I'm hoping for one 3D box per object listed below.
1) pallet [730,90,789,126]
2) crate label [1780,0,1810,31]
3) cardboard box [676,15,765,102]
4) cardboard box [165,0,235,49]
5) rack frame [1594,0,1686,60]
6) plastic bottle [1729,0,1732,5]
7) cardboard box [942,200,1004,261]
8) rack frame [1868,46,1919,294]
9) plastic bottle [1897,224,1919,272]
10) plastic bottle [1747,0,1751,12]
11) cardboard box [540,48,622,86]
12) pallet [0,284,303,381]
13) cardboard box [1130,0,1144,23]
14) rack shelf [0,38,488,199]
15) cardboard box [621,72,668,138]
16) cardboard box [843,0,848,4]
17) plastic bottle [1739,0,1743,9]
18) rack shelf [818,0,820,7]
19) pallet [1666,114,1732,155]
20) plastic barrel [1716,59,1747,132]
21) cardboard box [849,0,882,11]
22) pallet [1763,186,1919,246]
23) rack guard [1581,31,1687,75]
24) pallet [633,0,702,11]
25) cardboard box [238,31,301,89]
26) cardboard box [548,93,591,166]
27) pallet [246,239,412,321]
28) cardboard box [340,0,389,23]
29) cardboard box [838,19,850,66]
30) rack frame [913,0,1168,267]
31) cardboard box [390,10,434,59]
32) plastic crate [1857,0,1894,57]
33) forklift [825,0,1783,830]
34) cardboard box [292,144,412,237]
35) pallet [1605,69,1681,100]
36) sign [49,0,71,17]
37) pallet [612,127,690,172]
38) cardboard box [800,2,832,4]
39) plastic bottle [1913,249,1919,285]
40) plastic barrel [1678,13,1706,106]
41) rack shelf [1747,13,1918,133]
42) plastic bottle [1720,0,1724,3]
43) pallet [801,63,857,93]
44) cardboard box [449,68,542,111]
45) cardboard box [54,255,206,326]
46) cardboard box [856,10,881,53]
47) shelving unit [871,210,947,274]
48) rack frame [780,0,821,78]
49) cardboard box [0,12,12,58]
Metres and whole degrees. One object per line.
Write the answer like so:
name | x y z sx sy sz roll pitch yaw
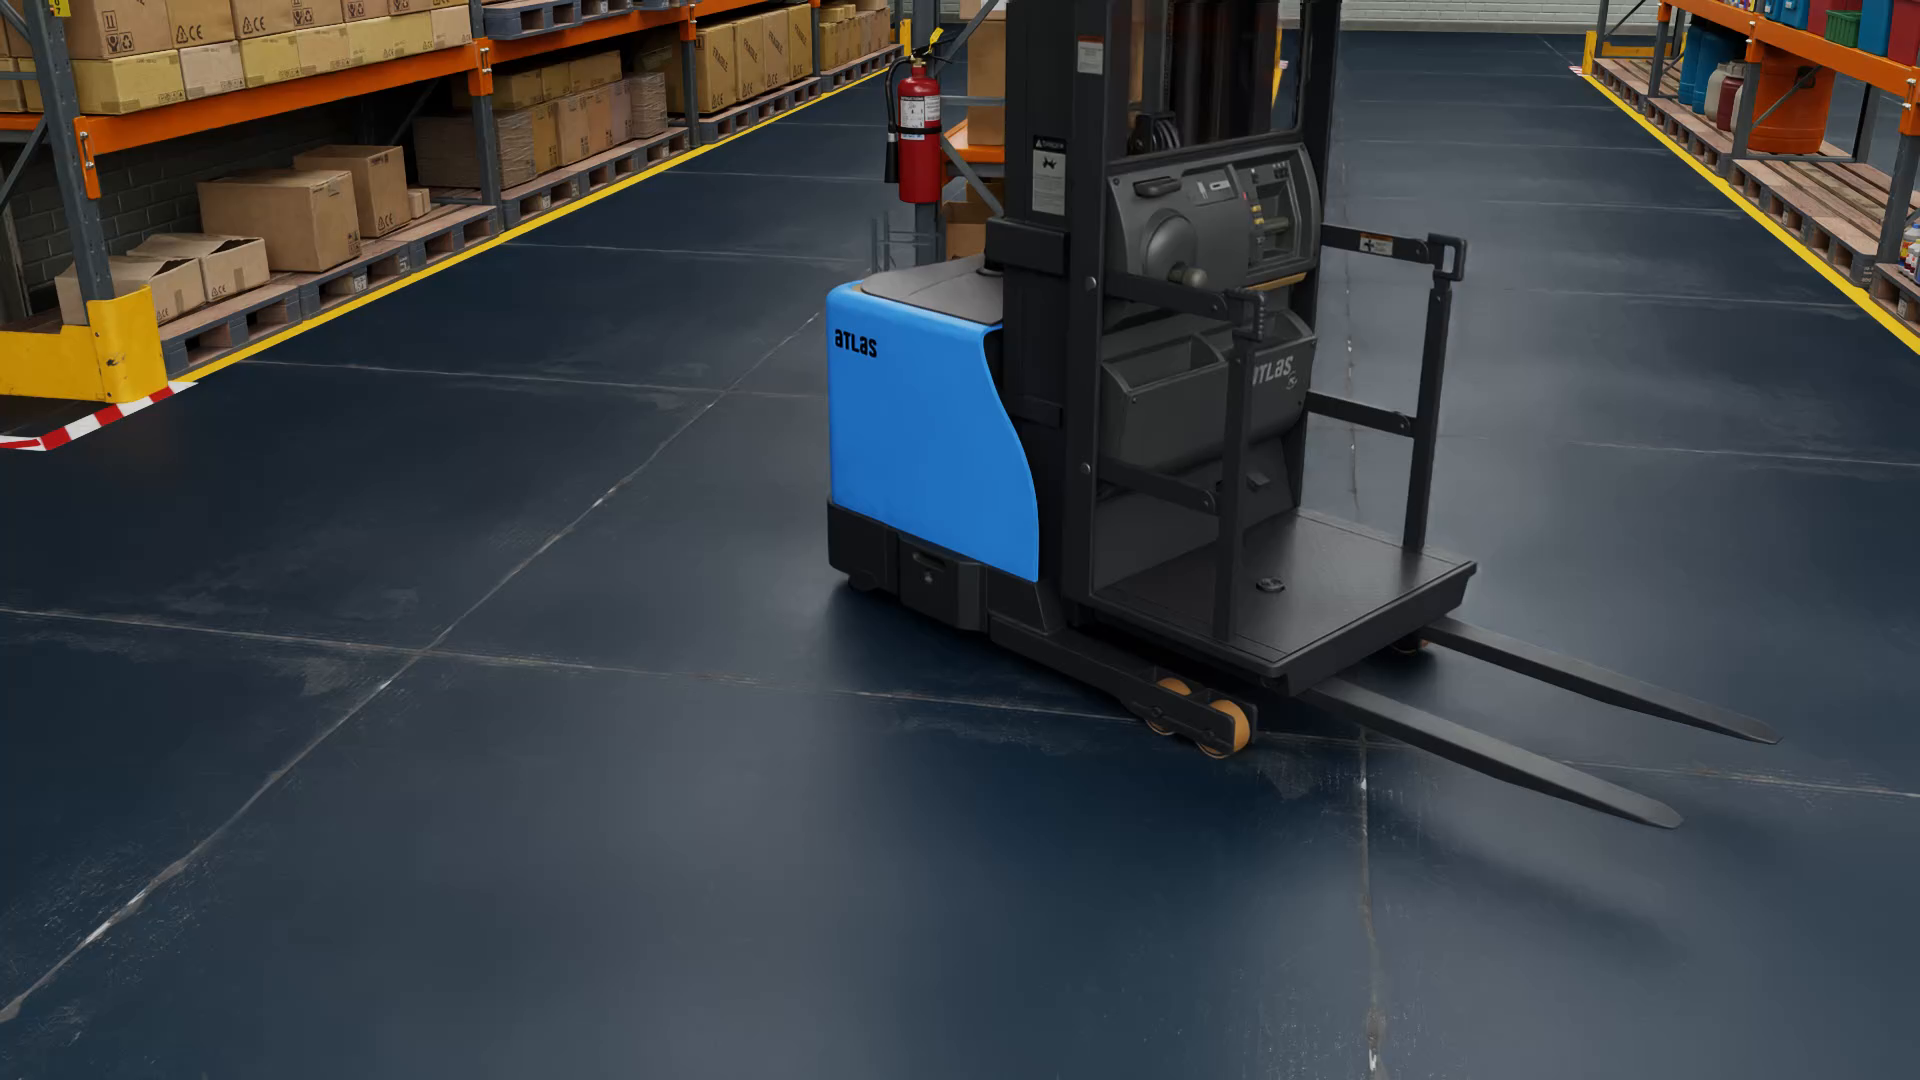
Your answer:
pallet | -2.418 -4.482 17.199 1.003 0.211 1.213 4 22 11
crate label | 6.328 -3.966 12.139 0.502 0.435 0.616 4 22 11
cardboard box | -2.440 -4.824 16.632 0.750 0.750 0.750 4 22 11
cardboard box | -4.034 -2.741 8.315 0.500 0.500 0.500 5 22 11
rack frame | 8.428 -7.218 20.261 1.000 3.000 0.127 4 22 11
plastic bottle | 6.648 -4.684 14.234 0.097 0.201 0.097 0 22 0
cardboard box | 0.133 -1.232 7.511 0.500 0.500 0.500 4 22 11
rack frame | 5.979 -2.829 9.364 1.000 3.000 0.127 4 22 11
plastic bottle | 5.485 -1.685 9.585 0.097 0.271 0.097 0 22 0
plastic bottle | 6.502 -4.421 13.583 0.097 0.201 0.097 0 22 0
cardboard box | -3.177 -3.969 13.947 0.500 0.250 0.500 5 22 12
pallet | -4.320 -1.151 8.928 1.003 0.211 1.213 4 22 11
cardboard box | 0.605 -2.220 6.848 0.380 0.149 0.250 4 22 11
rack shelf | -4.128 -2.520 9.557 1.077 0.370 4.000 4 22 11
cardboard box | -2.999 -3.825 14.593 0.700 0.500 0.500 5 22 12
cardboard box | -1.640 -6.830 21.213 0.380 0.149 0.250 5 22 11
plastic bottle | 6.568 -4.541 13.881 0.097 0.201 0.097 0 22 0
rack shelf | -1.679 -6.908 20.454 1.077 0.370 4.000 4 22 11
pallet | 7.166 -3.735 15.346 1.003 0.211 1.213 4 22 11
plastic barrel | 7.109 -3.962 14.841 0.600 0.588 0.708 4 22 11
cardboard box | -1.215 -6.892 21.366 0.380 0.149 0.250 5 22 12
pallet | 6.348 -2.274 11.717 1.003 0.211 1.213 4 22 11
rack guard | 8.420 -6.068 20.752 1.175 0.500 0.348 4 22 11
pallet | -2.945 -4.690 14.240 1.213 0.211 1.003 4 22 11
cardboard box | -3.924 -2.593 8.950 0.500 0.250 0.500 4 22 10
cardboard box | -3.386 -3.276 13.230 0.700 0.500 0.500 5 22 12
pallet | -4.069 -1.595 10.032 1.003 0.211 1.213 4 22 11
cardboard box | -3.723 -3.309 9.726 0.500 0.500 0.500 4 22 9
cardboard box | -1.728 -5.995 20.008 0.700 0.500 0.500 4 22 10
rack frame | 0.314 -1.746 6.673 1.000 3.000 0.127 4 22 11
cardboard box | -3.629 -3.146 10.325 0.500 0.250 0.500 5 22 11
plastic crate | 5.900 -3.249 10.428 0.392 0.384 0.575 4 22 11
forklift | 0.915 -0.948 4.784 1.130 2.935 3.031 -20 29 -40
cardboard box | -3.892 -2.247 10.674 0.500 0.500 0.500 3 22 7
pallet | 7.970 -5.181 18.936 1.003 0.211 1.213 4 22 11
sign | -4.005 -2.482 7.343 0.100 0.325 0.005 4 22 11
pallet | -3.064 -3.468 14.683 1.003 0.211 1.213 4 22 11
cardboard box | -1.795 -6.551 20.519 0.380 0.149 0.250 4 22 10
plastic bottle | 5.446 -1.567 9.285 0.152 0.276 0.135 5 23 13
plastic barrel | 7.484 -4.779 16.451 0.600 0.901 0.708 4 22 11
rack shelf | 6.387 -3.227 11.315 1.077 0.370 4.000 4 22 11
plastic bottle | 6.693 -4.837 14.504 0.061 0.283 0.133 4 22 11
pallet | -1.855 -5.489 19.700 1.003 0.211 1.213 4 22 11
cardboard box | -3.499 -3.409 12.556 0.500 0.250 0.500 4 22 10
cardboard box | -4.307 -1.325 8.638 0.500 0.311 0.500 2 22 5
cardboard box | -1.418 -6.562 21.416 0.700 0.500 0.500 4 22 11
shelving unit | -0.189 -0.628 6.300 0.258 1.200 0.189 4 21 11
rack frame | -2.087 -6.510 18.504 1.000 3.000 0.127 4 22 11
cardboard box | -4.648 -2.598 7.959 0.500 0.500 0.500 4 22 10
